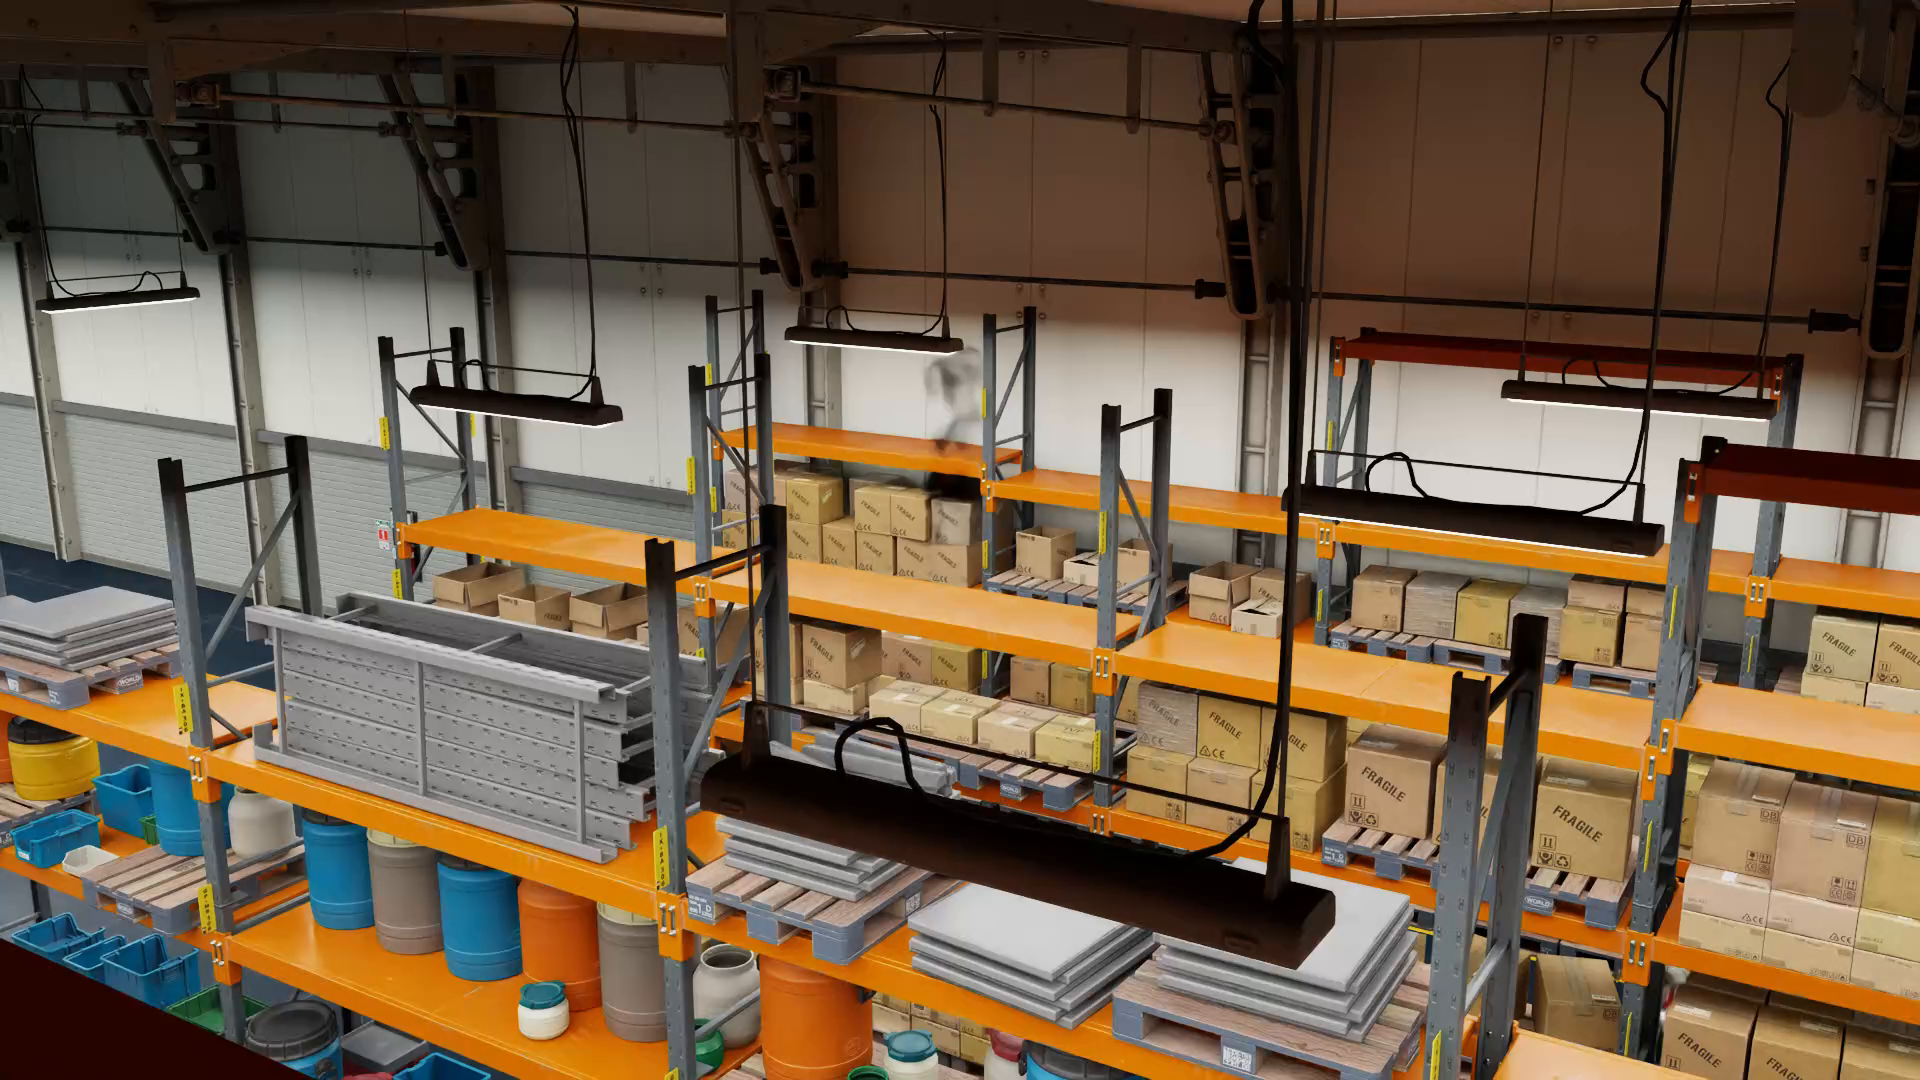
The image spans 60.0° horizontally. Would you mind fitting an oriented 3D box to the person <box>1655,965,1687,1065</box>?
[{"bbox_3d":[5.777,3.872,13.612,0.702,1.718,0.628,6,15,24],"label":"person"}]
